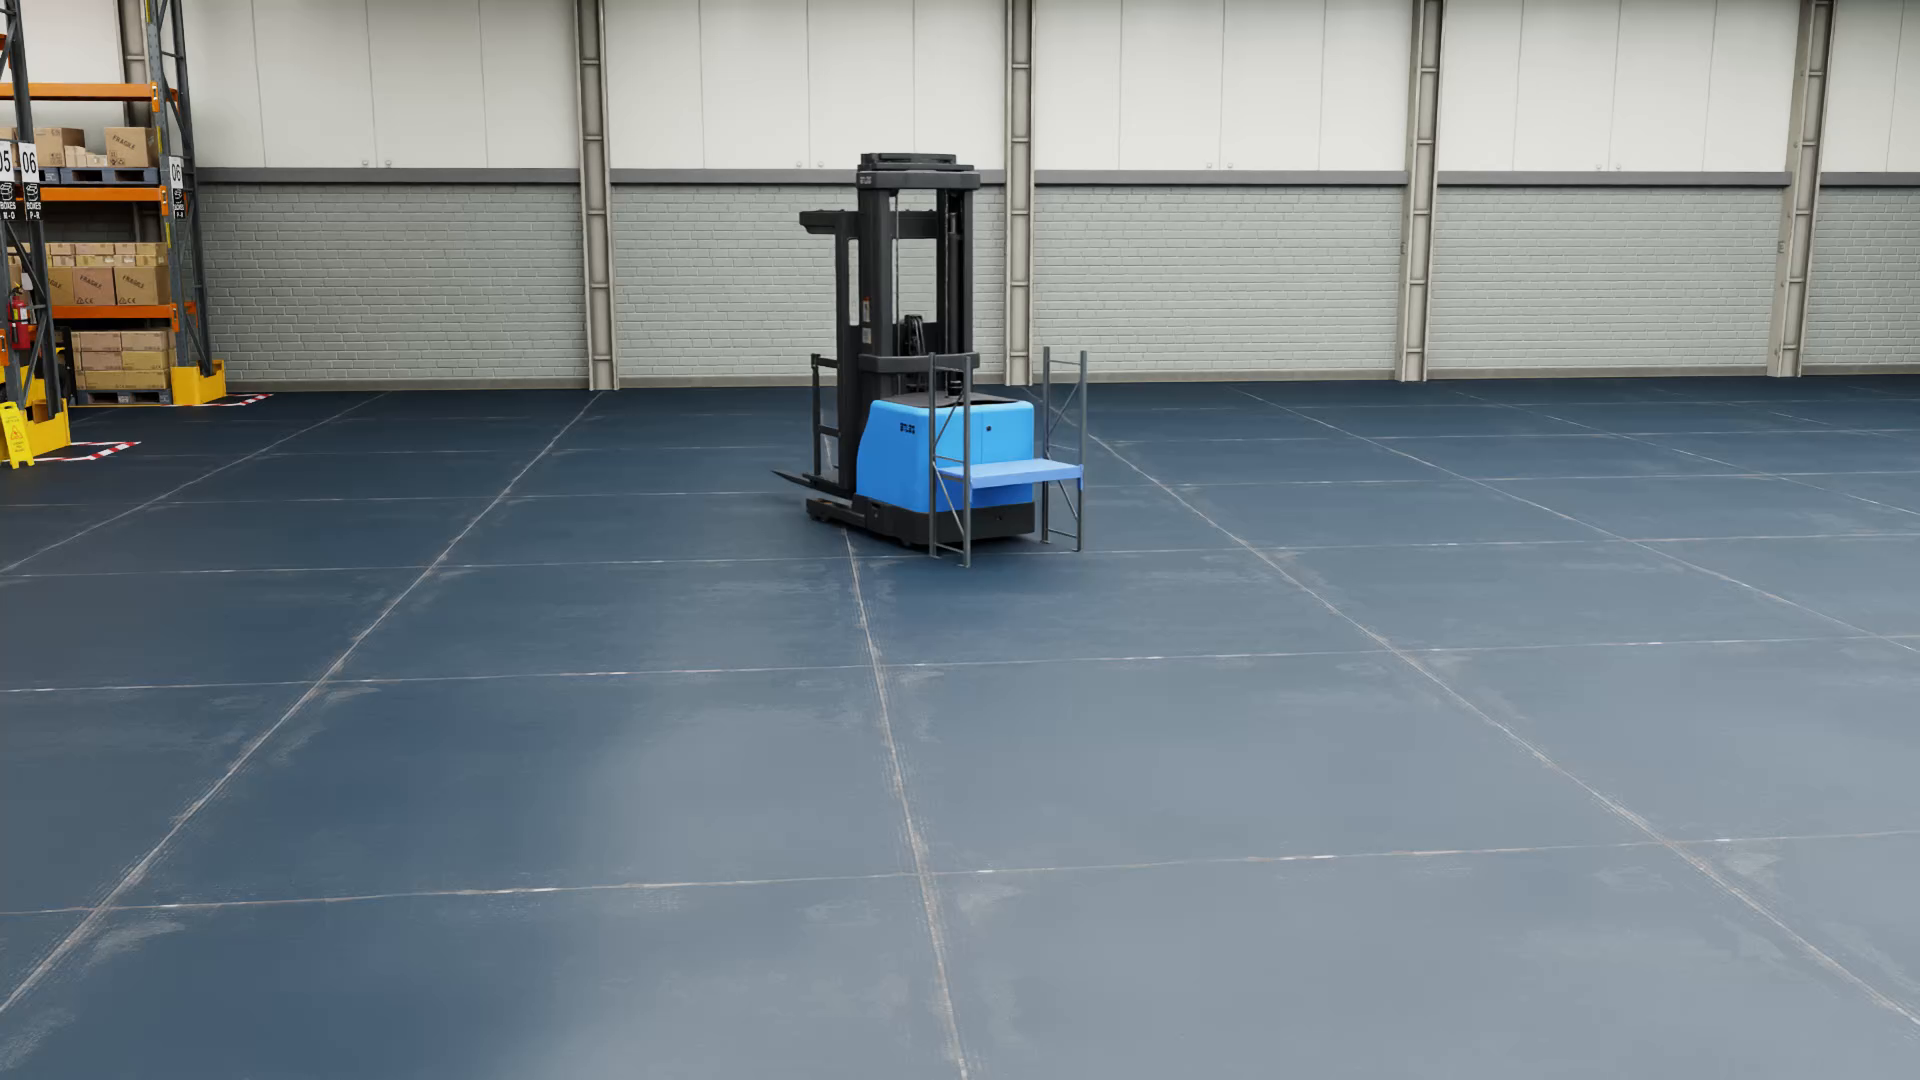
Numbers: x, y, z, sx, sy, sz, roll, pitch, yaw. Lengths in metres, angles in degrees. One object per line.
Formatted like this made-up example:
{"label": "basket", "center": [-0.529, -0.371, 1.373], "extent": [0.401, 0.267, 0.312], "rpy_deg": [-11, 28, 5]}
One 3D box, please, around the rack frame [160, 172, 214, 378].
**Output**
{"label": "rack frame", "center": [-10.287, -3.360, 22.182], "extent": [0.127, 3.000, 1.000], "rpy_deg": [-1, 11, -6]}

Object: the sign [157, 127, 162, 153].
{"label": "sign", "center": [-10.242, -5.123, 21.284], "extent": [0.005, 0.325, 0.100], "rpy_deg": [-1, 11, -6]}

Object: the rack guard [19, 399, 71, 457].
{"label": "rack guard", "center": [-9.823, -1.180, 17.573], "extent": [0.348, 0.500, 1.175], "rpy_deg": [-1, 11, -6]}

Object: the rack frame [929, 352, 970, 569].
{"label": "rack frame", "center": [-0.076, -0.575, 11.903], "extent": [0.032, 1.500, 0.500], "rpy_deg": [-7, 13, -32]}

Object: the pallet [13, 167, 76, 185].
{"label": "pallet", "center": [-12.208, -4.752, 21.719], "extent": [1.213, 0.211, 1.003], "rpy_deg": [-1, 11, -6]}

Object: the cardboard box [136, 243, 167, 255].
{"label": "cardboard box", "center": [-10.620, -3.825, 21.837], "extent": [0.250, 0.149, 0.380], "rpy_deg": [-1, 11, -6]}

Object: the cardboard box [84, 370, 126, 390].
{"label": "cardboard box", "center": [-11.216, -2.138, 22.005], "extent": [0.500, 0.250, 0.500], "rpy_deg": [-1, 11, -6]}

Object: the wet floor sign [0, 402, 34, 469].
{"label": "wet floor sign", "center": [-9.443, -1.051, 16.544], "extent": [0.232, 0.644, 0.267], "rpy_deg": [3, 11, 14]}

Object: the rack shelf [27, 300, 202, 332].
{"label": "rack shelf", "center": [-12.275, -2.965, 22.039], "extent": [4.000, 0.370, 1.077], "rpy_deg": [-1, 11, -6]}

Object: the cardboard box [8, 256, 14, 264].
{"label": "cardboard box", "center": [-12.379, -3.628, 21.607], "extent": [0.250, 0.149, 0.380], "rpy_deg": [-1, 11, -7]}

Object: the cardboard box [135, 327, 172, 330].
{"label": "cardboard box", "center": [-10.785, -2.734, 22.444], "extent": [0.500, 0.250, 0.500], "rpy_deg": [-1, 11, -7]}

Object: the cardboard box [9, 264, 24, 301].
{"label": "cardboard box", "center": [-10.248, -2.646, 17.522], "extent": [0.500, 0.500, 0.500], "rpy_deg": [-1, 11, -7]}

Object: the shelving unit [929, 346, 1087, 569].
{"label": "shelving unit", "center": [0.350, -0.628, 12.176], "extent": [1.048, 1.500, 0.538], "rpy_deg": [-7, 13, -32]}

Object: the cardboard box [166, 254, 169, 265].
{"label": "cardboard box", "center": [-10.652, -3.770, 22.327], "extent": [0.250, 0.149, 0.380], "rpy_deg": [-1, 11, -8]}

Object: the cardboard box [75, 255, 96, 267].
{"label": "cardboard box", "center": [-11.365, -3.658, 21.760], "extent": [0.250, 0.149, 0.380], "rpy_deg": [-1, 11, -6]}

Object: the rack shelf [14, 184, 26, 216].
{"label": "rack shelf", "center": [-11.736, -3.485, 16.908], "extent": [4.000, 0.370, 1.077], "rpy_deg": [-1, 11, -6]}

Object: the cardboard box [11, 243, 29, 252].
{"label": "cardboard box", "center": [-12.145, -3.792, 21.669], "extent": [0.250, 0.149, 0.380], "rpy_deg": [-1, 11, -5]}

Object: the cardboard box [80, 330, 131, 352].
{"label": "cardboard box", "center": [-11.218, -2.626, 21.897], "extent": [0.500, 0.250, 0.500], "rpy_deg": [-1, 11, -5]}

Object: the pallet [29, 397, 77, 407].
{"label": "pallet", "center": [-12.253, -1.943, 22.203], "extent": [1.213, 0.211, 1.003], "rpy_deg": [-1, 11, -6]}

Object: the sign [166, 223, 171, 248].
{"label": "sign", "center": [-10.242, -3.940, 21.516], "extent": [0.005, 0.325, 0.100], "rpy_deg": [-1, 11, -6]}

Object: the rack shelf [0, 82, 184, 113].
{"label": "rack shelf", "center": [-12.275, -5.713, 21.499], "extent": [4.000, 0.370, 1.077], "rpy_deg": [-1, 11, -6]}

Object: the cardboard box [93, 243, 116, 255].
{"label": "cardboard box", "center": [-11.120, -3.803, 21.727], "extent": [0.250, 0.149, 0.380], "rpy_deg": [-1, 11, -5]}

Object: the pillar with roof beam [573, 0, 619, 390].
{"label": "pillar with roof beam", "center": [-4.647, -5.761, 18.845], "extent": [0.400, 9.000, 9.100], "rpy_deg": [-1, 11, -6]}

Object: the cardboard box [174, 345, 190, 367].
{"label": "cardboard box", "center": [-10.777, -2.492, 22.511], "extent": [0.500, 0.250, 0.500], "rpy_deg": [-1, 11, -5]}

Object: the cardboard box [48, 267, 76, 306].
{"label": "cardboard box", "center": [-11.774, -3.328, 21.763], "extent": [0.500, 0.500, 0.500], "rpy_deg": [-1, 11, -7]}

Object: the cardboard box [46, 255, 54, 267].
{"label": "cardboard box", "center": [-11.874, -3.635, 21.640], "extent": [0.250, 0.149, 0.380], "rpy_deg": [-1, 11, -6]}

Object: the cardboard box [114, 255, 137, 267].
{"label": "cardboard box", "center": [-10.852, -3.655, 21.743], "extent": [0.250, 0.149, 0.380], "rpy_deg": [-1, 11, -5]}

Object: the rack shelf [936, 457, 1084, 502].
{"label": "rack shelf", "center": [0.350, -0.452, 12.210], "extent": [1.000, 0.185, 0.538], "rpy_deg": [-7, 13, -32]}

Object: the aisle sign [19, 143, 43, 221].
{"label": "aisle sign", "center": [-9.719, -3.744, 17.398], "extent": [0.004, 0.787, 0.394], "rpy_deg": [-1, 11, -6]}

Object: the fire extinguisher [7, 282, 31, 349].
{"label": "fire extinguisher", "center": [-9.584, -2.284, 16.910], "extent": [0.183, 0.674, 0.296], "rpy_deg": [-1, 11, -6]}

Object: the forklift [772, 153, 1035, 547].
{"label": "forklift", "center": [-0.614, -1.625, 13.536], "extent": [1.130, 2.935, 3.031], "rpy_deg": [-7, 13, -30]}

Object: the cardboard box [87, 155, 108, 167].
{"label": "cardboard box", "center": [-11.078, -4.888, 21.482], "extent": [0.250, 0.149, 0.380], "rpy_deg": [-2, 11, -8]}

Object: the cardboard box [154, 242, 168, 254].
{"label": "cardboard box", "center": [-10.644, -3.907, 22.254], "extent": [0.250, 0.149, 0.380], "rpy_deg": [-1, 11, -7]}

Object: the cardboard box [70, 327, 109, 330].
{"label": "cardboard box", "center": [-11.780, -2.714, 22.345], "extent": [0.500, 0.250, 0.500], "rpy_deg": [-1, 11, -6]}

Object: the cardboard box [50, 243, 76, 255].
{"label": "cardboard box", "center": [-11.622, -3.786, 21.637], "extent": [0.250, 0.149, 0.380], "rpy_deg": [-1, 11, -5]}

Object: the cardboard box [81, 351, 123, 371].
{"label": "cardboard box", "center": [-11.237, -2.383, 21.959], "extent": [0.500, 0.250, 0.500], "rpy_deg": [-1, 11, -7]}

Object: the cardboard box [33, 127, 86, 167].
{"label": "cardboard box", "center": [-11.730, -5.078, 21.537], "extent": [0.500, 0.500, 0.700], "rpy_deg": [-1, 11, -6]}

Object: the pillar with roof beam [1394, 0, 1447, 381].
{"label": "pillar with roof beam", "center": [7.283, -6.011, 20.116], "extent": [0.400, 9.000, 9.100], "rpy_deg": [-1, 11, -6]}

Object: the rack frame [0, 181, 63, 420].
{"label": "rack frame", "center": [-9.747, -2.408, 17.340], "extent": [0.127, 3.000, 1.000], "rpy_deg": [-1, 11, -6]}

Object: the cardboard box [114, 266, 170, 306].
{"label": "cardboard box", "center": [-10.748, -3.348, 21.864], "extent": [0.500, 0.500, 0.500], "rpy_deg": [-1, 11, -7]}
